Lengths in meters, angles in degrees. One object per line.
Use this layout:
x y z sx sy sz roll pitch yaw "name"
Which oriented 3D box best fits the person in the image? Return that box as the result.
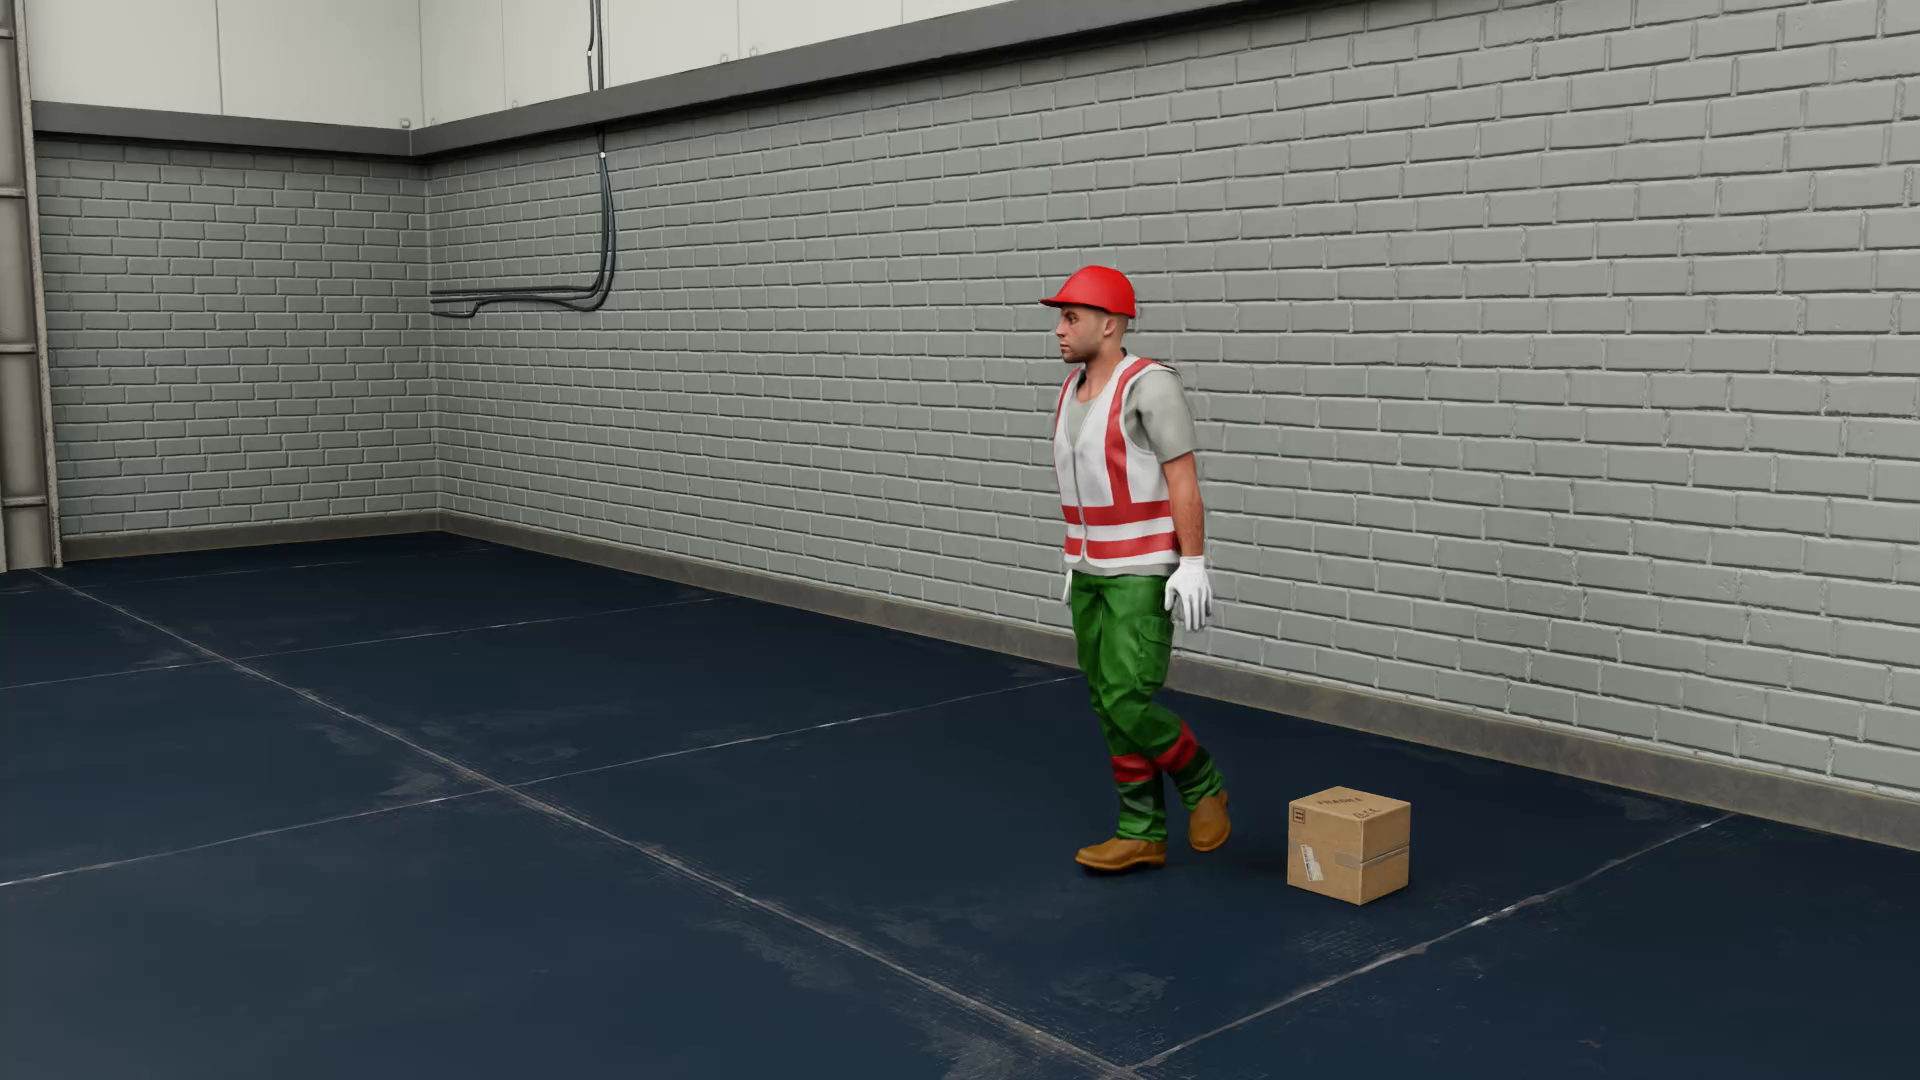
0.516 0.097 4.889 0.548 1.781 0.588 -4 9 -31 "person"
